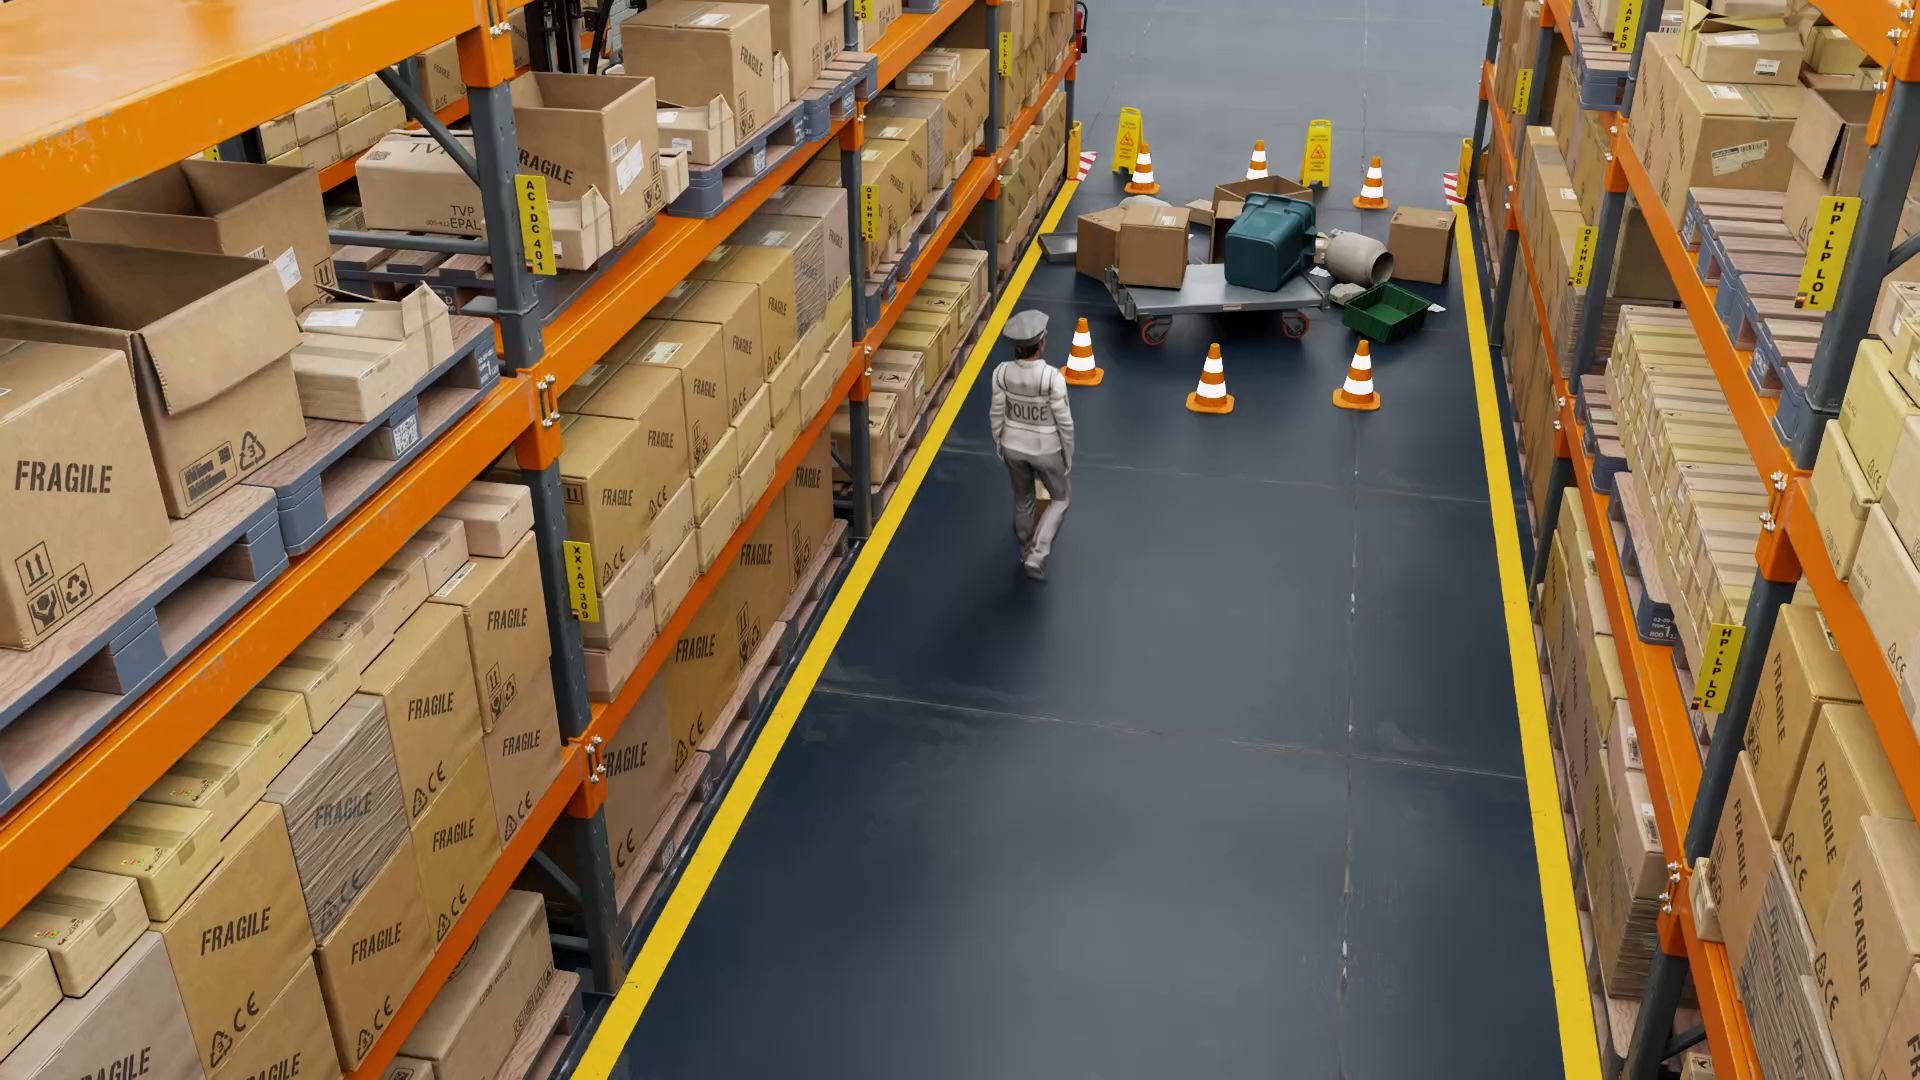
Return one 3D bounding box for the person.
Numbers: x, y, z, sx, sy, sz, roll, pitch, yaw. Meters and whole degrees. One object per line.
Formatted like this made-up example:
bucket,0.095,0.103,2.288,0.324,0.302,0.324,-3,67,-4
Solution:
person,0.428,-0.540,9.534,0.507,1.659,0.676,11,31,20
